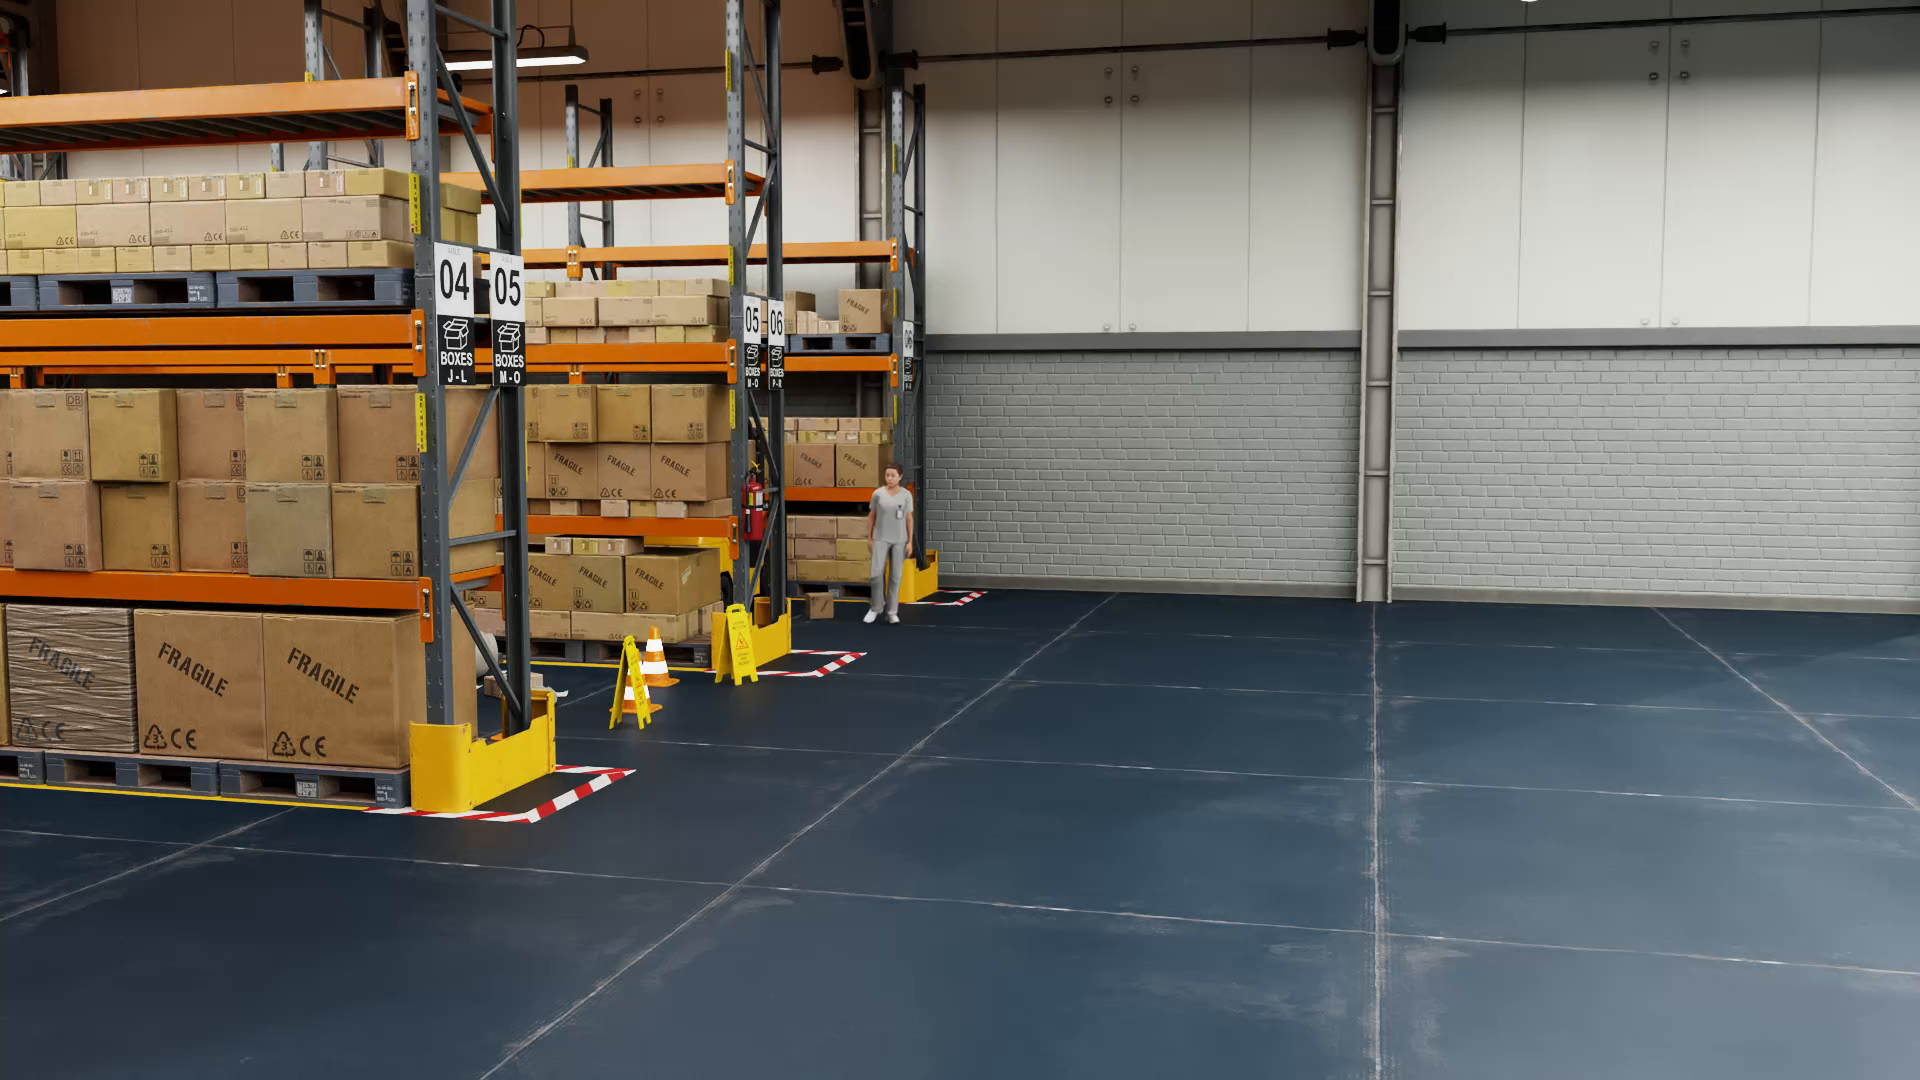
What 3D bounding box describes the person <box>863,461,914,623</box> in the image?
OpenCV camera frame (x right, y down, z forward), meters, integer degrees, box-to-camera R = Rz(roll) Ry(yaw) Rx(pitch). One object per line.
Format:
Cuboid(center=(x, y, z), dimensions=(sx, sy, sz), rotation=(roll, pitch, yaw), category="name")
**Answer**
Cuboid(center=(-0.735, 0.026, 17.011), dimensions=(0.520, 1.665, 0.426), rotation=(-1, 5, -10), category="person")
